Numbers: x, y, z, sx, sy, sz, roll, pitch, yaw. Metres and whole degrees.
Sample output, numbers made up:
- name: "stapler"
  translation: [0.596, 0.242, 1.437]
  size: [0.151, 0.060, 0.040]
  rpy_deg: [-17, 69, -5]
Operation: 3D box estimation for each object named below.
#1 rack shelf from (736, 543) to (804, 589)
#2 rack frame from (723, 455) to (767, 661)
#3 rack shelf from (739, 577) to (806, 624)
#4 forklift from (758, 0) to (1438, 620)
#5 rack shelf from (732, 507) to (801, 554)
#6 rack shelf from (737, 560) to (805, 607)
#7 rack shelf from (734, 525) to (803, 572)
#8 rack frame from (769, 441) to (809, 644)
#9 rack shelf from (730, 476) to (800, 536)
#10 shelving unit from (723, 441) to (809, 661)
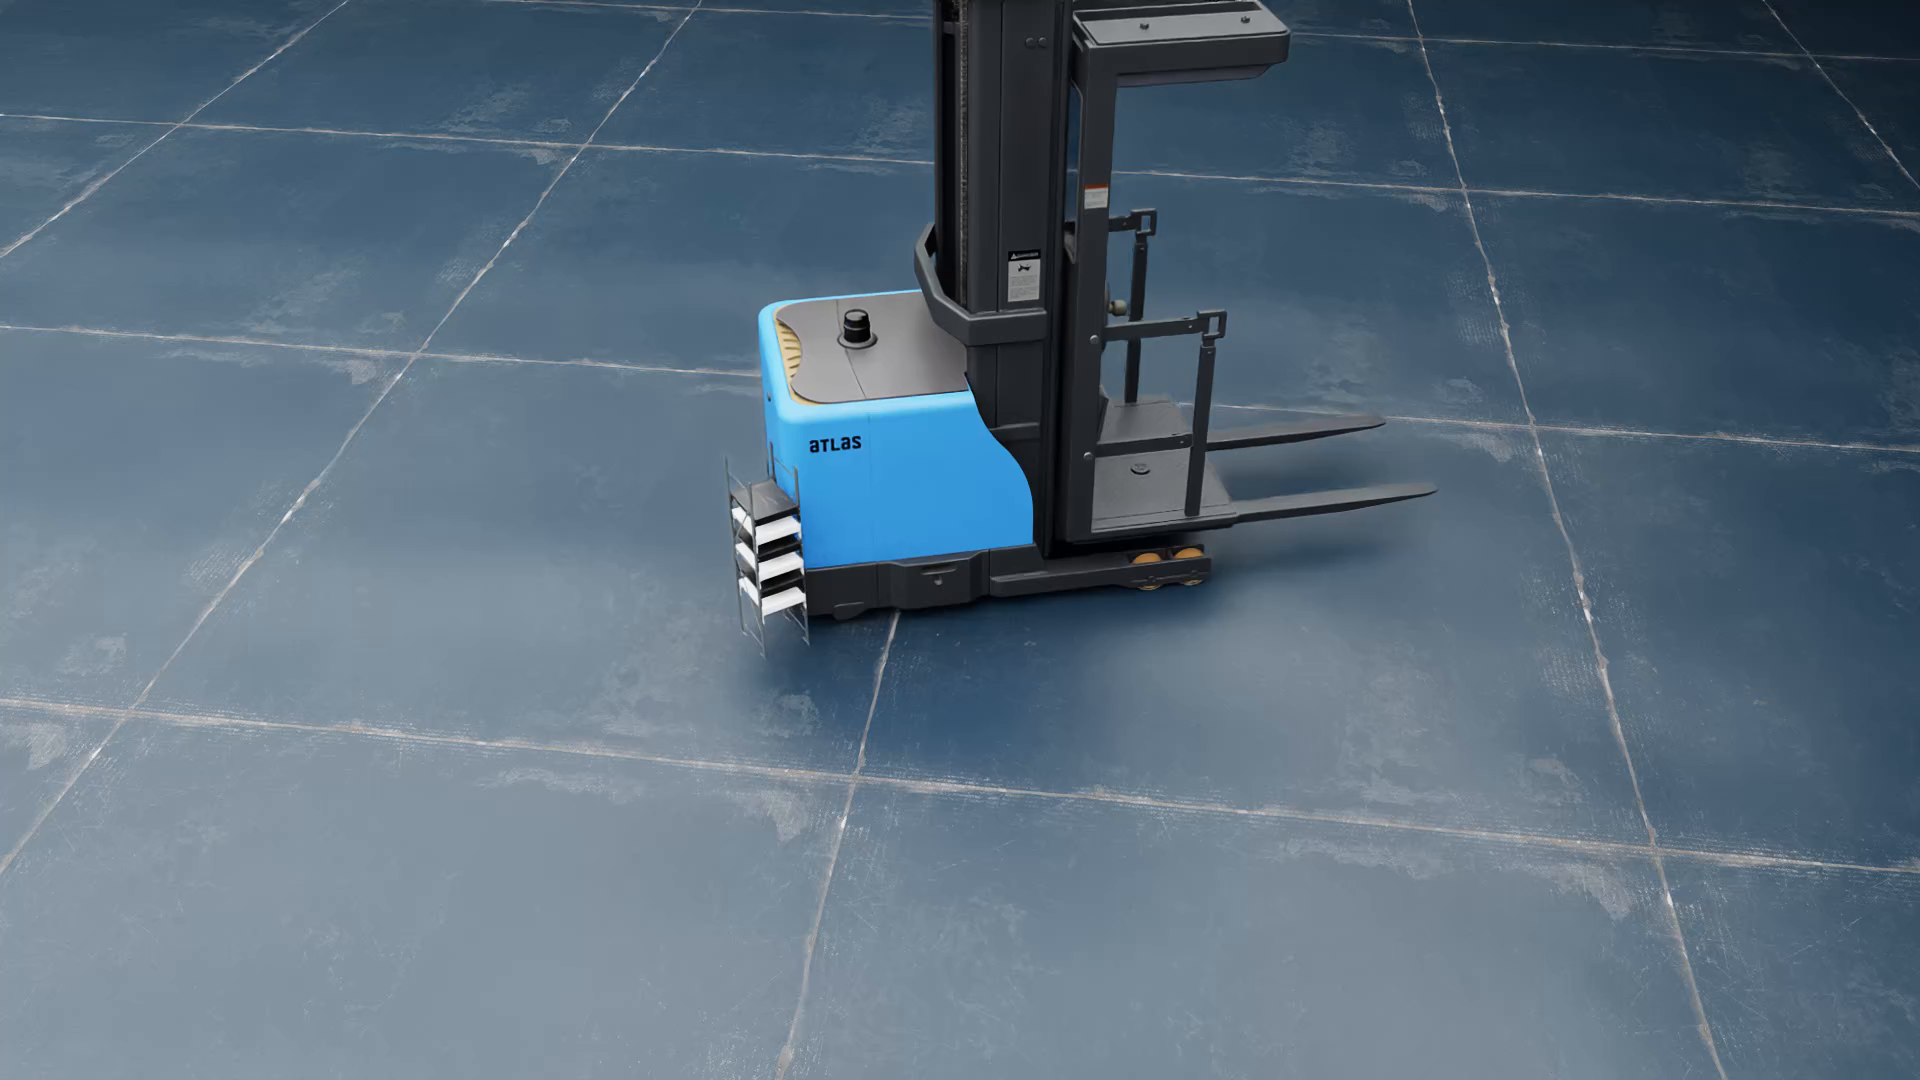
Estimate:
- name: "rack shelf"
  translation: [-0.798, 0.080, 6.921]
  size: [0.200, 0.077, 0.258]
  rpy_deg: [-20, 40, -25]
- name: "rack frame"
  translation: [-0.884, 0.084, 6.858]
  size: [0.006, 0.900, 0.240]
  rpy_deg: [-20, 40, -25]
- name: "rack shelf"
  translation: [-0.798, 0.227, 7.025]
  size: [0.200, 0.077, 0.258]
  rpy_deg: [-20, 40, -25]
- name: "forklift"
  translation: [0.662, -1.264, 6.998]
  size: [3.031, 2.935, 1.130]
  rpy_deg: [-6, 36, -9]
- name: "rack shelf"
  translation: [-0.798, -0.067, 6.816]
  size: [0.200, 0.077, 0.258]
  rpy_deg: [-20, 40, -25]
- name: "rack shelf"
  translation: [-0.798, 0.153, 6.973]
  size: [0.200, 0.077, 0.258]
  rpy_deg: [-20, 40, -25]
- name: "rack shelf"
  translation: [-0.798, 0.007, 6.868]
  size: [0.200, 0.077, 0.258]
  rpy_deg: [-20, 40, -25]
- name: "rack frame"
  translation: [-0.712, 0.022, 6.945]
  size: [0.006, 0.900, 0.240]
  rpy_deg: [-20, 40, -25]
- name: "rack shelf"
  translation: [-0.798, -0.140, 6.764]
  size: [0.200, 0.077, 0.258]
  rpy_deg: [-20, 40, -25]
- name: "shelving unit"
  translation: [-0.798, 0.053, 6.901]
  size: [0.210, 0.900, 0.258]
  rpy_deg: [-20, 40, -25]
